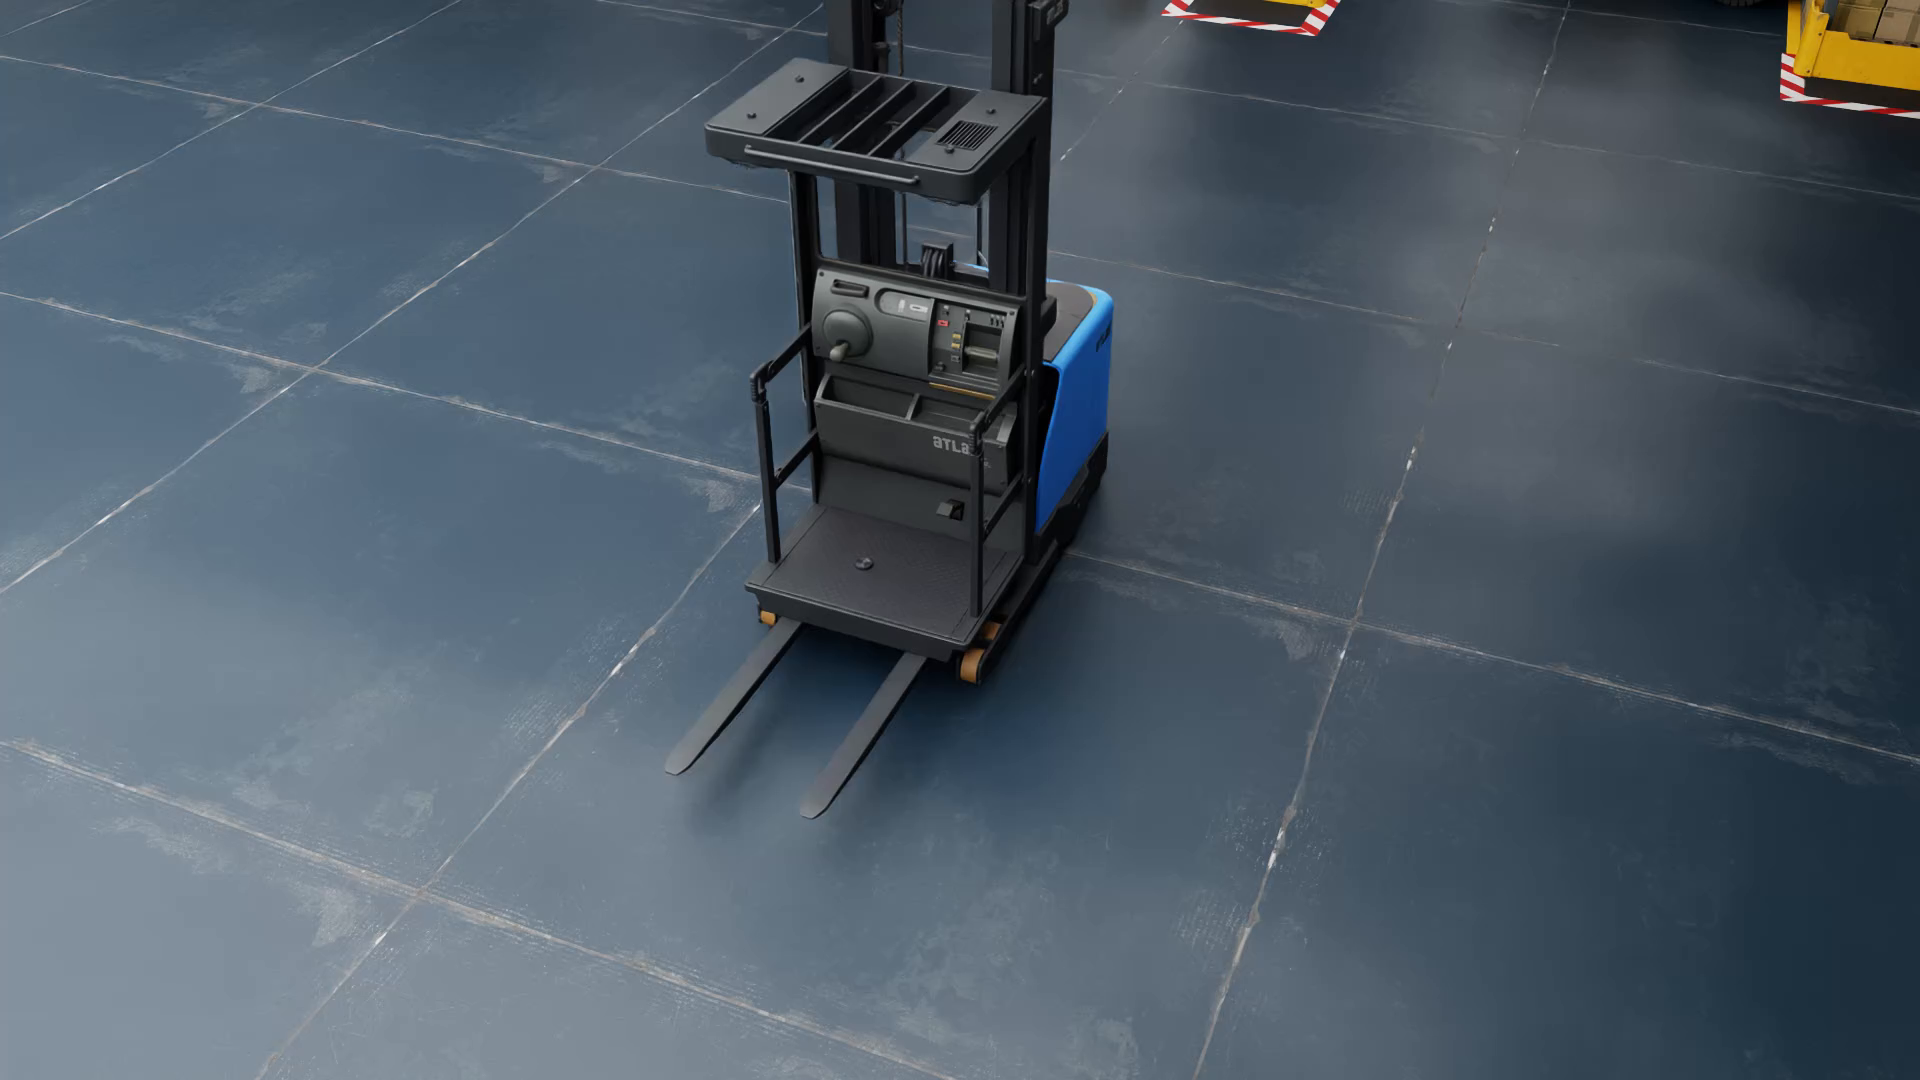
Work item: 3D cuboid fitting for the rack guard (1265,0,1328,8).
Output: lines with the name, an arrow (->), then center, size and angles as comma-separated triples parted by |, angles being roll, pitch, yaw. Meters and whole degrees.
rack guard -> 2.662, -5.036, 14.570 | 1.175, 0.500, 0.348 | 14, 39, 18

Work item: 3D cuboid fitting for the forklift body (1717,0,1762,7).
forklift body -> 6.259, -5.992, 14.470 | 2.313, 2.155, 1.214 | 14, 39, 18

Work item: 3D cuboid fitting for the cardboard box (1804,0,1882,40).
cardboard box -> 7.111, -4.266, 13.397 | 0.500, 0.250, 0.500 | 14, 39, 18

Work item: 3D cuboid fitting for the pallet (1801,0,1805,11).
pallet -> 7.942, -4.856, 14.570 | 1.003, 0.211, 1.213 | 14, 39, 18

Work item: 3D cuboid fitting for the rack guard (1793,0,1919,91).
rack guard -> 7.215, -3.852, 12.986 | 1.175, 0.500, 0.348 | 14, 39, 18

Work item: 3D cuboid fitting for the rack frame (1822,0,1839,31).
rack frame -> 7.225, -4.867, 12.256 | 1.000, 3.000, 0.127 | 14, 39, 18

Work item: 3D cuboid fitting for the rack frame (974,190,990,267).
rack frame -> 0.177, -1.447, 8.933 | 0.032, 1.500, 0.500 | -12, 38, -15

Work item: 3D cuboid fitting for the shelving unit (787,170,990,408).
shelving unit -> -0.303, -1.345, 8.797 | 1.048, 1.500, 0.538 | -12, 38, -15

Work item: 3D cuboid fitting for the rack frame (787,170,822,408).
rack frame -> -0.782, -1.244, 8.661 | 0.032, 1.500, 0.500 | -12, 38, -15

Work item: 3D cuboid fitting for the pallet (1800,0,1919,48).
pallet -> 7.477, -4.183, 13.670 | 1.003, 0.211, 1.213 | 14, 39, 18

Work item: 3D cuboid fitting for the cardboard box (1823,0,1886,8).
cardboard box -> 7.121, -4.475, 13.259 | 0.500, 0.250, 0.500 | 13, 39, 17

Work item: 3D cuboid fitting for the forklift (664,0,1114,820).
forklift -> -0.281, -0.827, 6.908 | 1.130, 2.935, 3.031 | 14, 39, 18

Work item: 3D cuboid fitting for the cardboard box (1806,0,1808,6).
cardboard box -> 7.309, -4.539, 13.763 | 0.500, 0.250, 0.500 | 14, 39, 18

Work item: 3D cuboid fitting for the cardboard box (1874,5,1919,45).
cardboard box -> 7.592, -4.161, 13.257 | 0.500, 0.250, 0.500 | 14, 39, 18

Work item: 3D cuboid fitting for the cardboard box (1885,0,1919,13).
cardboard box -> 7.595, -4.347, 13.088 | 0.500, 0.250, 0.500 | 15, 39, 19
